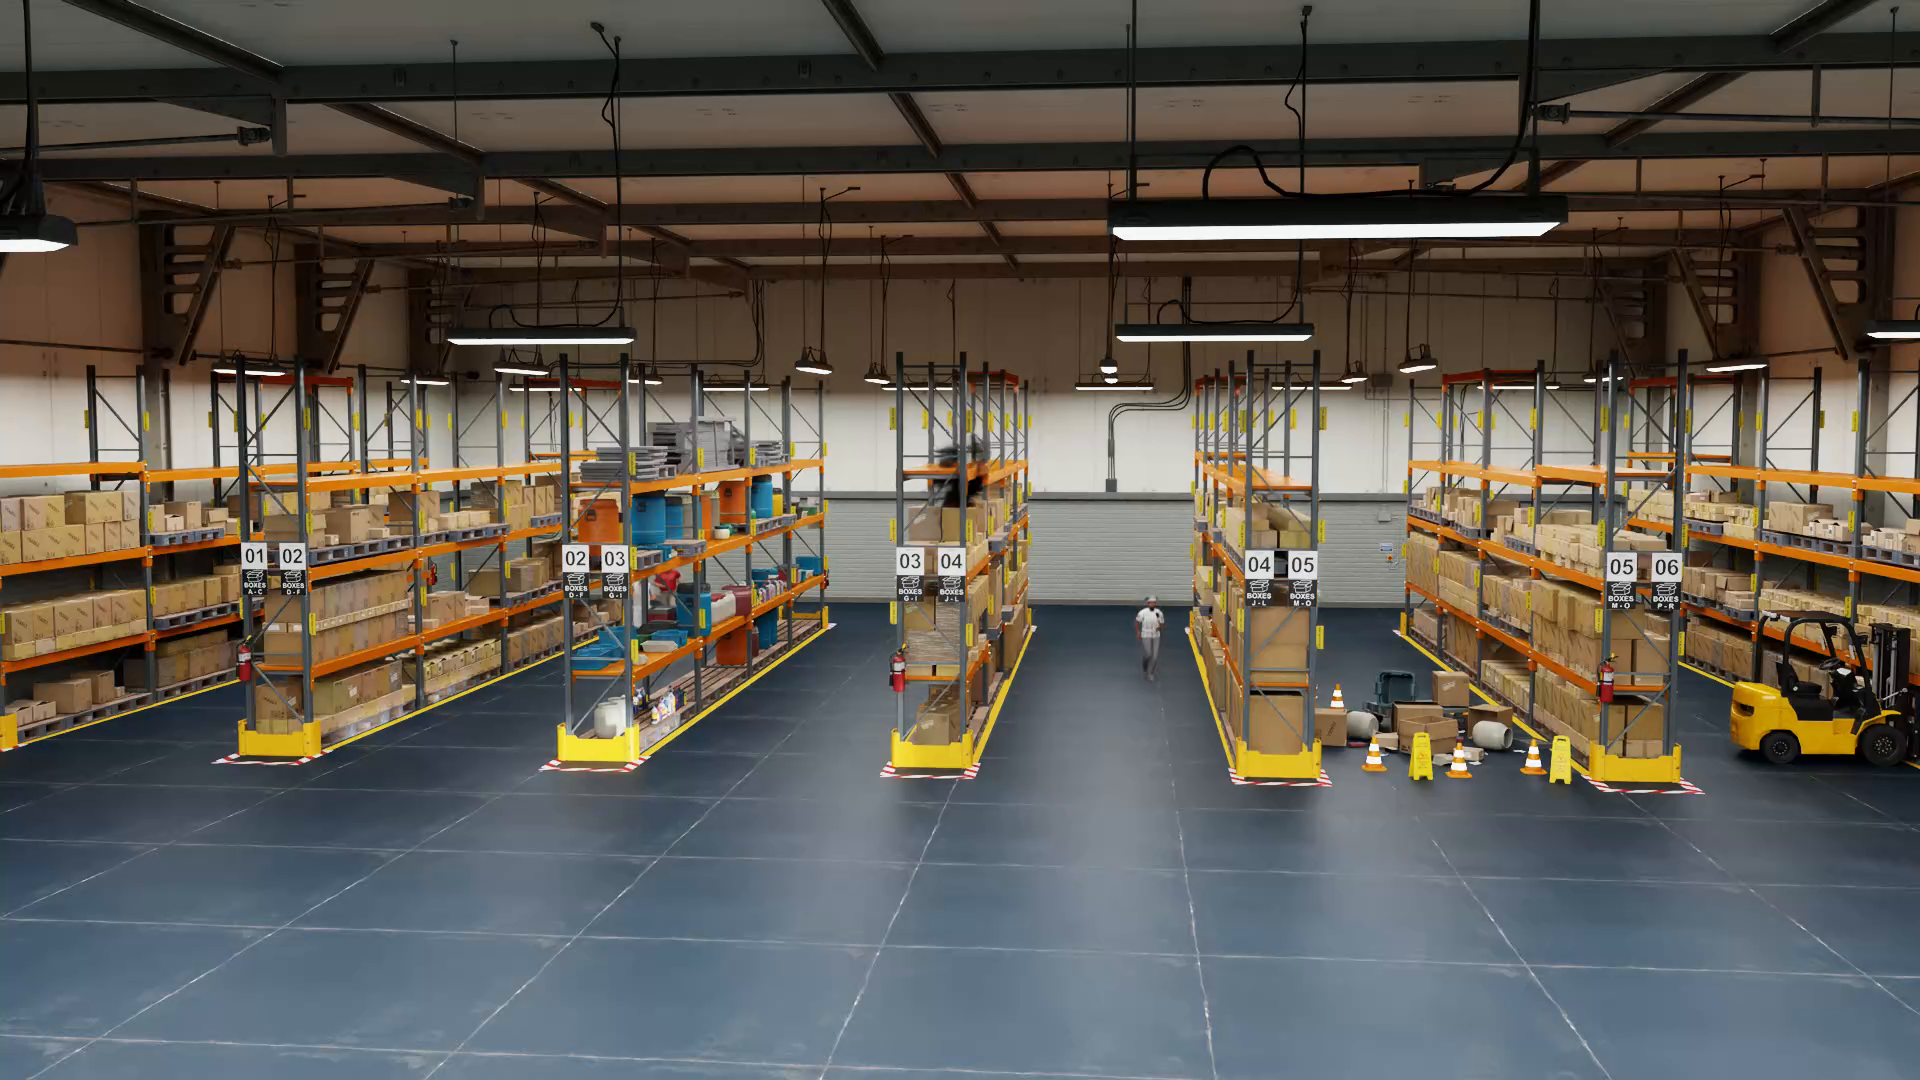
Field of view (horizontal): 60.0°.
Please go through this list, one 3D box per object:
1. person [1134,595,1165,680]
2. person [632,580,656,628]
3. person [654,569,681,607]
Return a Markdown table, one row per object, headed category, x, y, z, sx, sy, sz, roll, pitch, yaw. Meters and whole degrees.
| category | x | y | z | sx | sy | sz | roll | pitch | yaw |
| --- | --- | --- | --- | --- | --- | --- | --- | --- | --- |
| person | 3.671 | 1.883 | 31.975 | 0.552 | 1.660 | 0.633 | 0 | 4 | -6 |
| person | -6.906 | 1.547 | 36.001 | 0.682 | 1.825 | 0.871 | 0 | 4 | -5 |
| person | -6.942 | 1.352 | 39.496 | 0.609 | 1.786 | 0.881 | 0 | 4 | -7 |
